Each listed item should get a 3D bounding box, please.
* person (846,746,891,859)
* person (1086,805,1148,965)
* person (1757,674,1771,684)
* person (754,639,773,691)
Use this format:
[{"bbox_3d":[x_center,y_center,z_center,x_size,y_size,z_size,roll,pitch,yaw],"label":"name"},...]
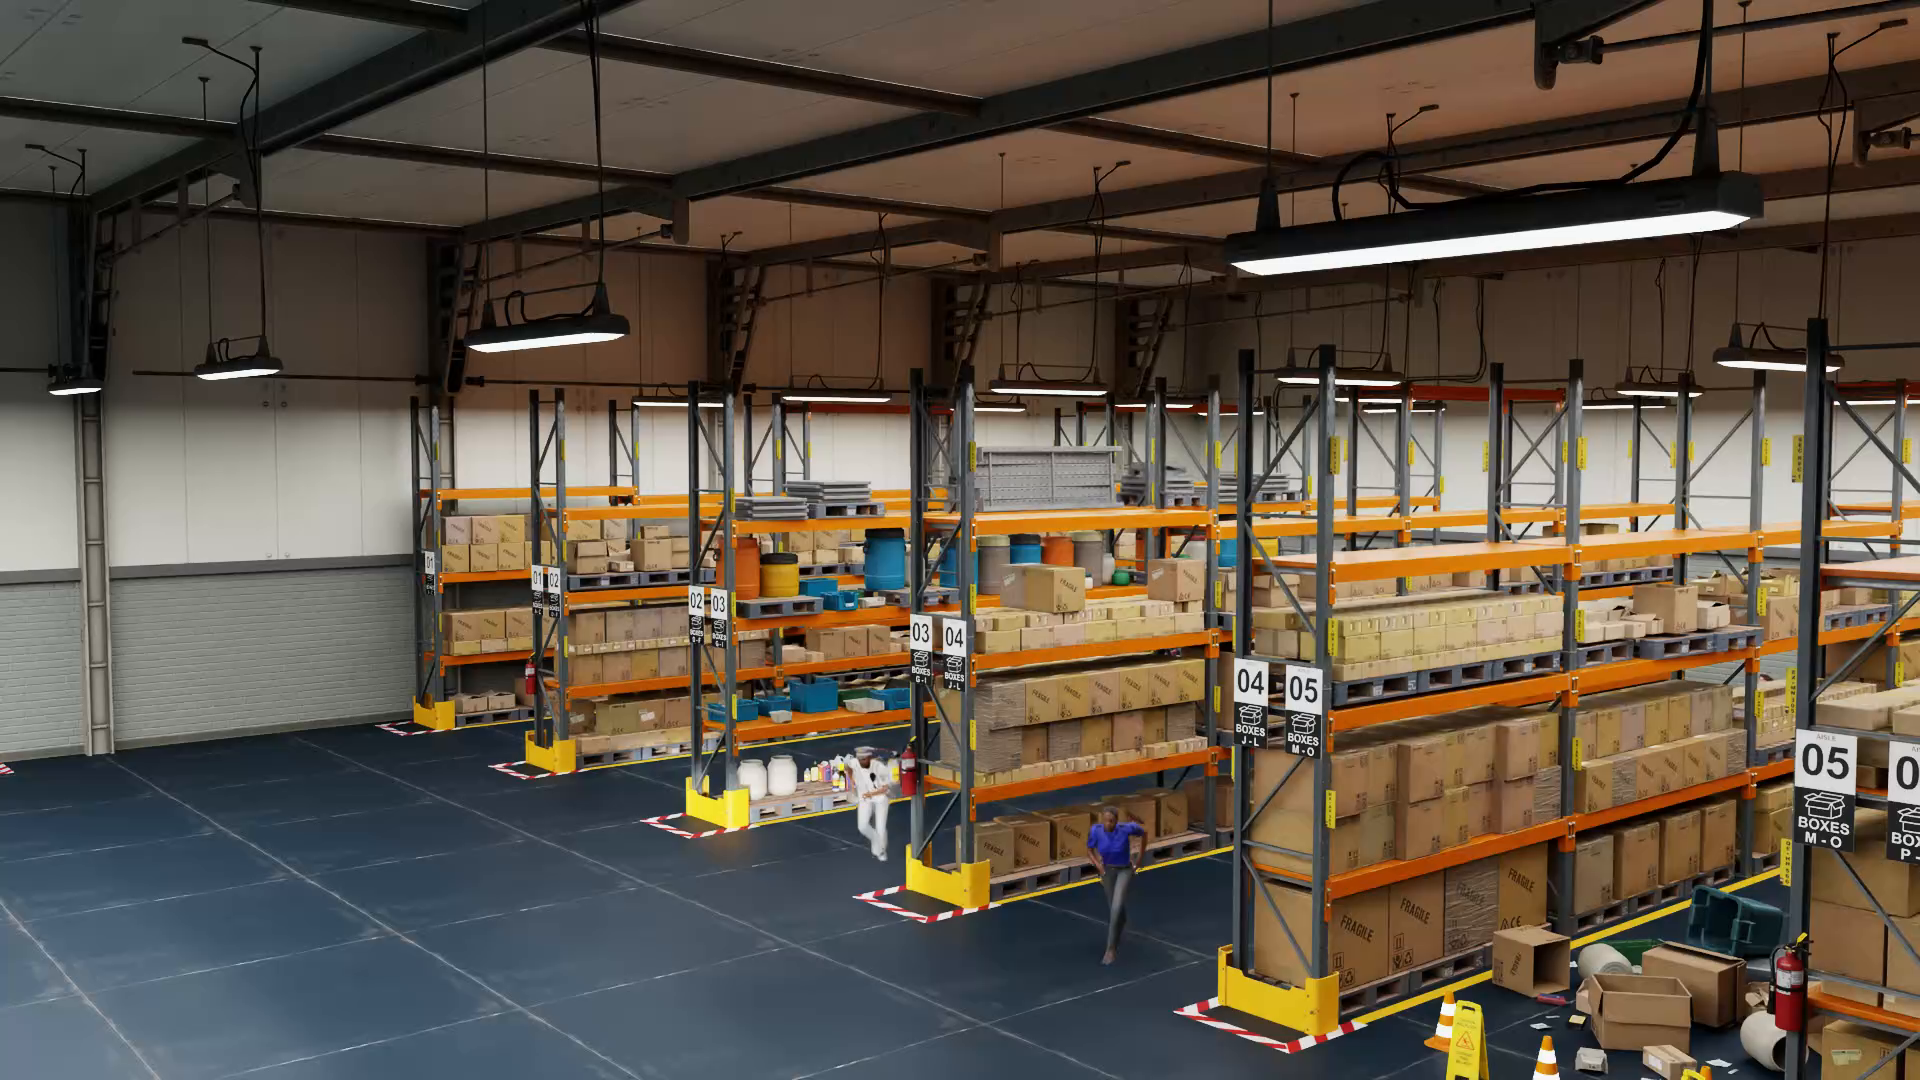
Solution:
[{"bbox_3d":[-1.131,3.218,20.366,0.603,1.492,0.857,1,4,17],"label":"person"},{"bbox_3d":[1.604,3.411,16.848,0.617,1.615,0.967,1,3,15],"label":"person"},{"bbox_3d":[12.140,2.869,24.982,0.752,1.729,0.550,-2,4,-29],"label":"person"},{"bbox_3d":[-3.929,2.473,32.238,0.736,1.597,0.868,1,4,23],"label":"person"}]
